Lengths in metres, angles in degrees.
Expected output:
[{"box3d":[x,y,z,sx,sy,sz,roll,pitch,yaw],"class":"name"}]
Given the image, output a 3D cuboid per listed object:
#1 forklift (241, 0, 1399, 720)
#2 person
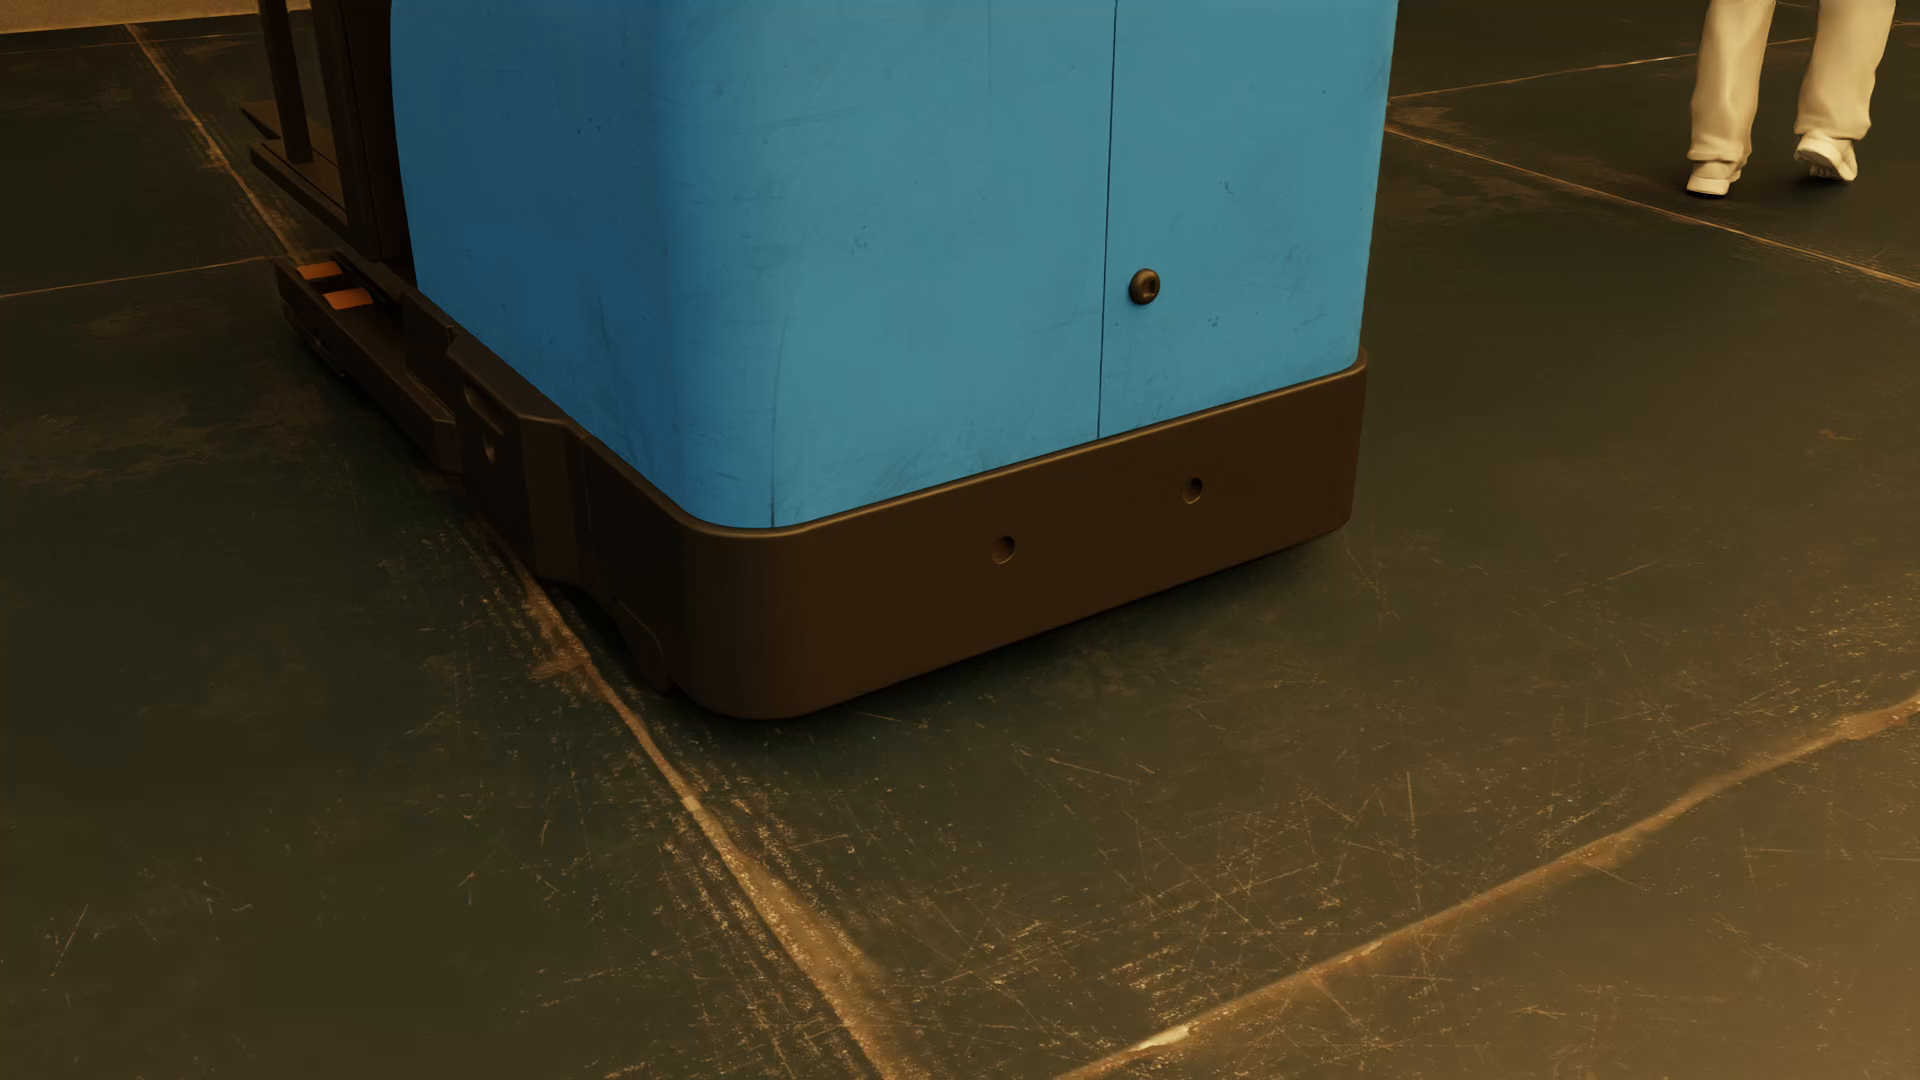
[{"box3d":[-0.668,-1.716,2.642,1.130,2.935,3.031,-17,31,-30],"class":"forklift"},{"box3d":[2.075,-1.707,3.990,0.994,1.809,0.568,18,32,31],"class":"person"}]
